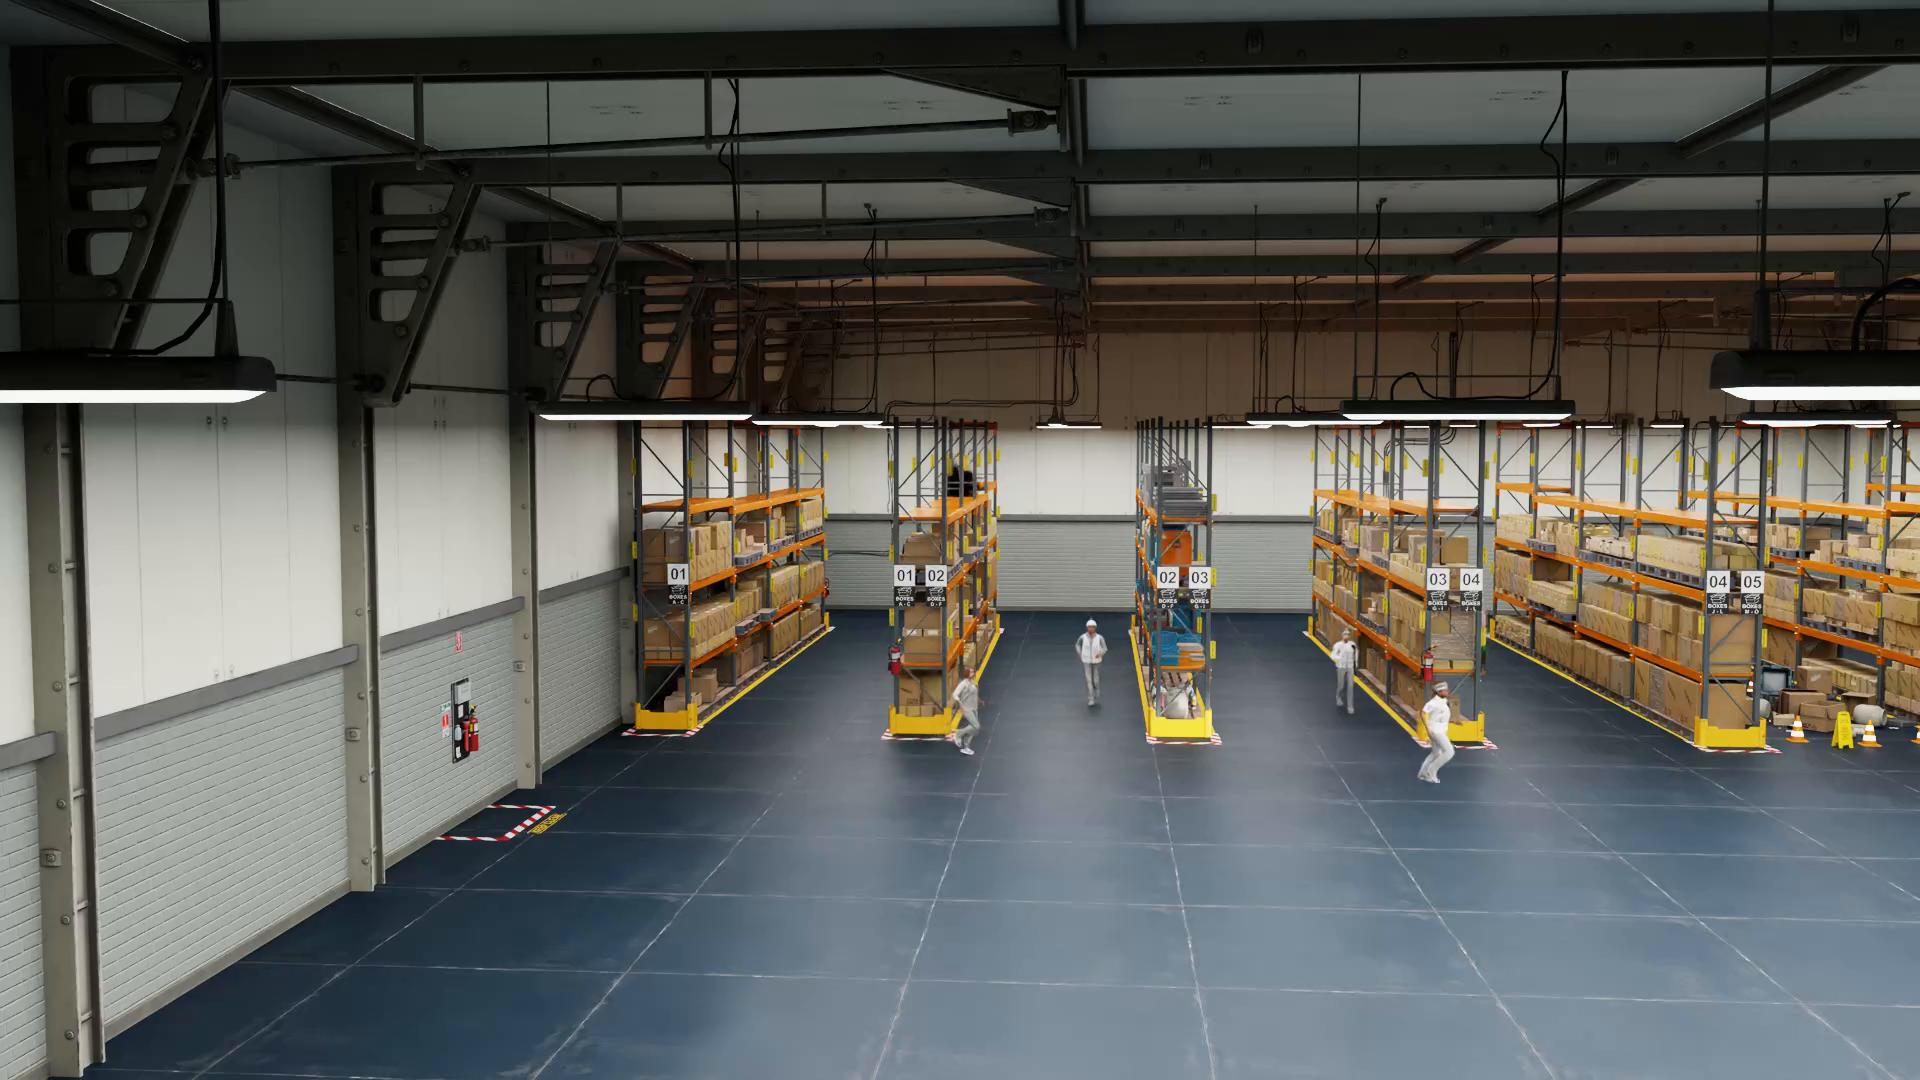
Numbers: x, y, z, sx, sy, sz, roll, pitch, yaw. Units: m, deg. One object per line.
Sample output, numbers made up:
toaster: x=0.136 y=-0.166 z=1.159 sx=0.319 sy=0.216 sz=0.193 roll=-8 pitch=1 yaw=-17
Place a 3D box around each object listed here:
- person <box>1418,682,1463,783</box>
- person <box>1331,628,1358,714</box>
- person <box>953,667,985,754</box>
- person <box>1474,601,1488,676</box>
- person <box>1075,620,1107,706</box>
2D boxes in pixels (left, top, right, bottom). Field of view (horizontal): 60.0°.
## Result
person: x=7.792 y=3.116 z=26.990 sx=0.723 sy=1.650 sz=0.543 roll=2 pitch=4 yaw=32
person: x=7.875 y=2.636 z=33.969 sx=0.612 sy=1.701 sz=0.920 roll=0 pitch=4 yaw=0
person: x=0.169 y=3.031 z=29.504 sx=0.544 sy=1.548 sz=0.541 roll=2 pitch=4 yaw=30
person: x=12.200 y=2.279 z=39.261 sx=0.632 sy=1.842 sz=0.775 roll=0 pitch=4 yaw=0
person: x=2.756 y=2.558 z=34.937 sx=0.671 sy=1.758 sz=0.796 roll=0 pitch=4 yaw=5
